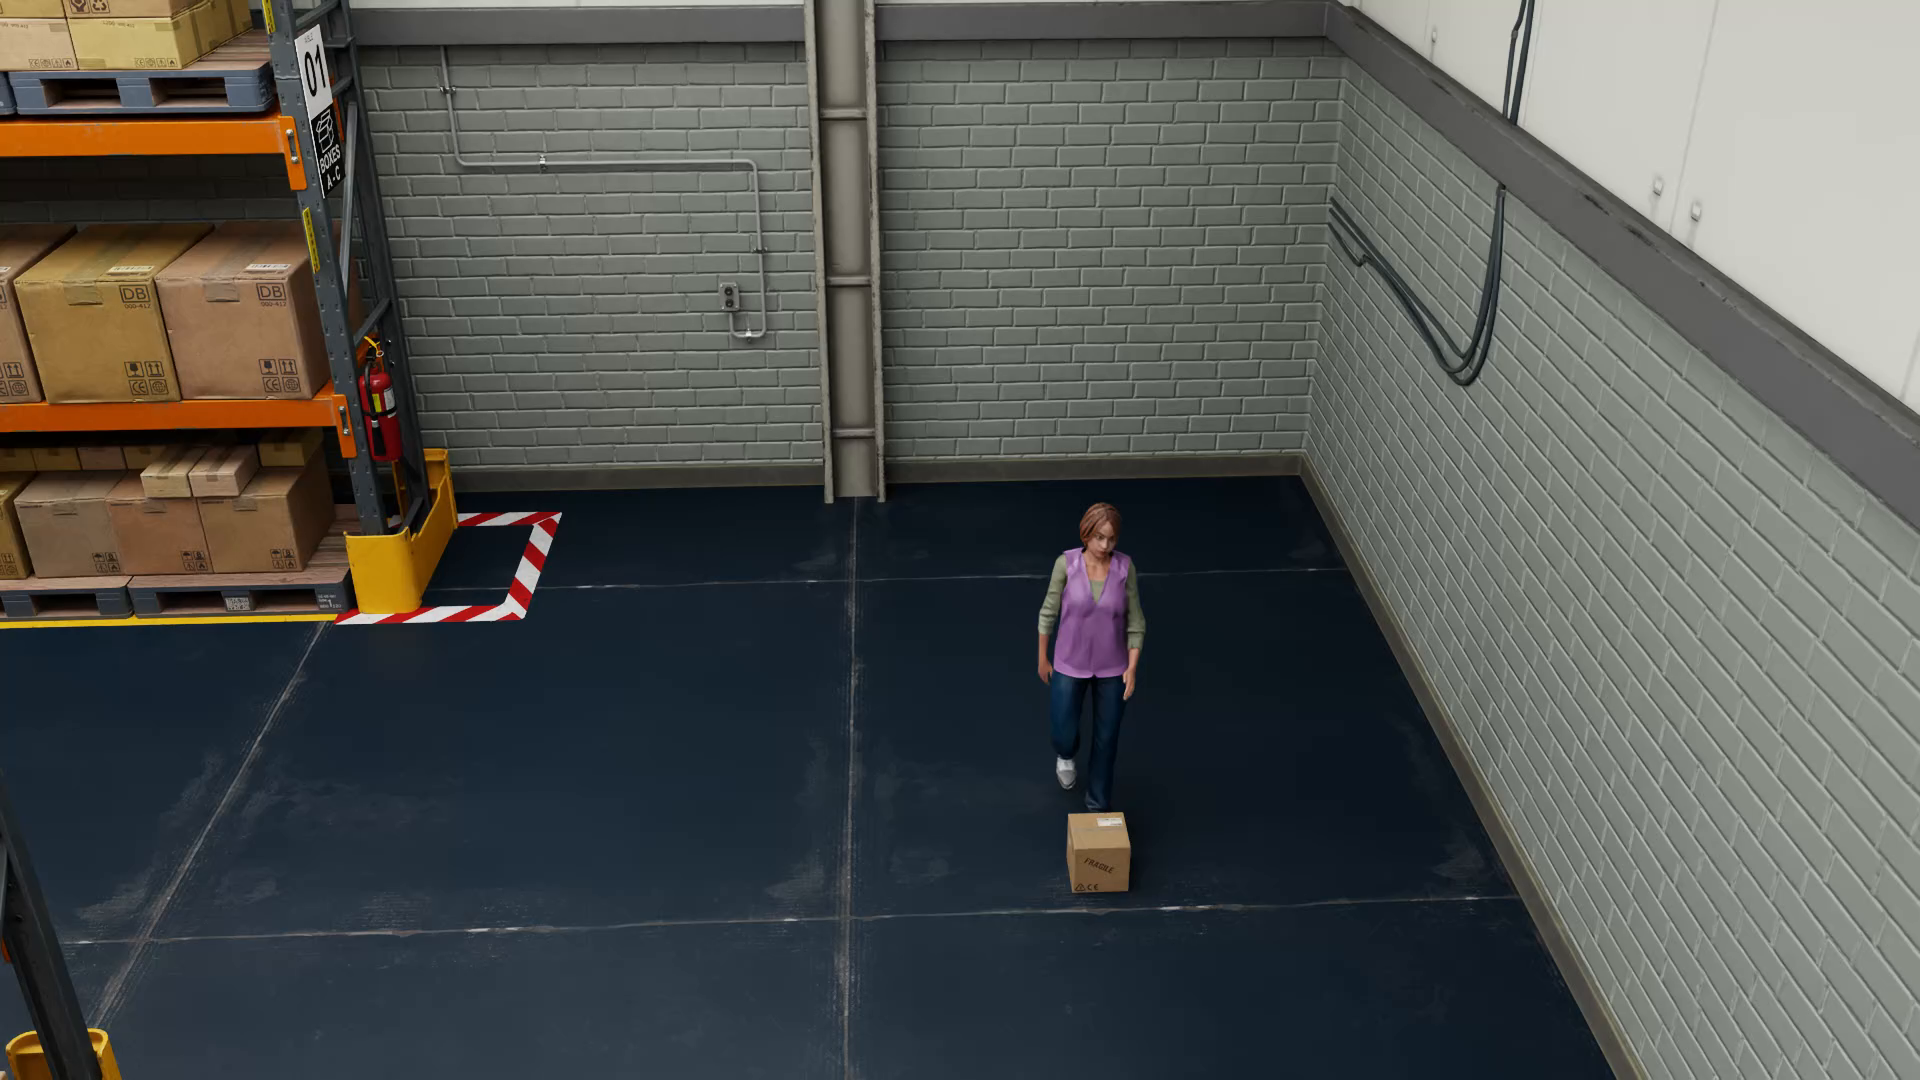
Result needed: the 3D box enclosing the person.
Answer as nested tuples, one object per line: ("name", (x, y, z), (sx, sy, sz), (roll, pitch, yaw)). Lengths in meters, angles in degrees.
("person", (0.596, 0.615, 7.481), (0.473, 1.559, 0.697), (-1, 28, -2))
